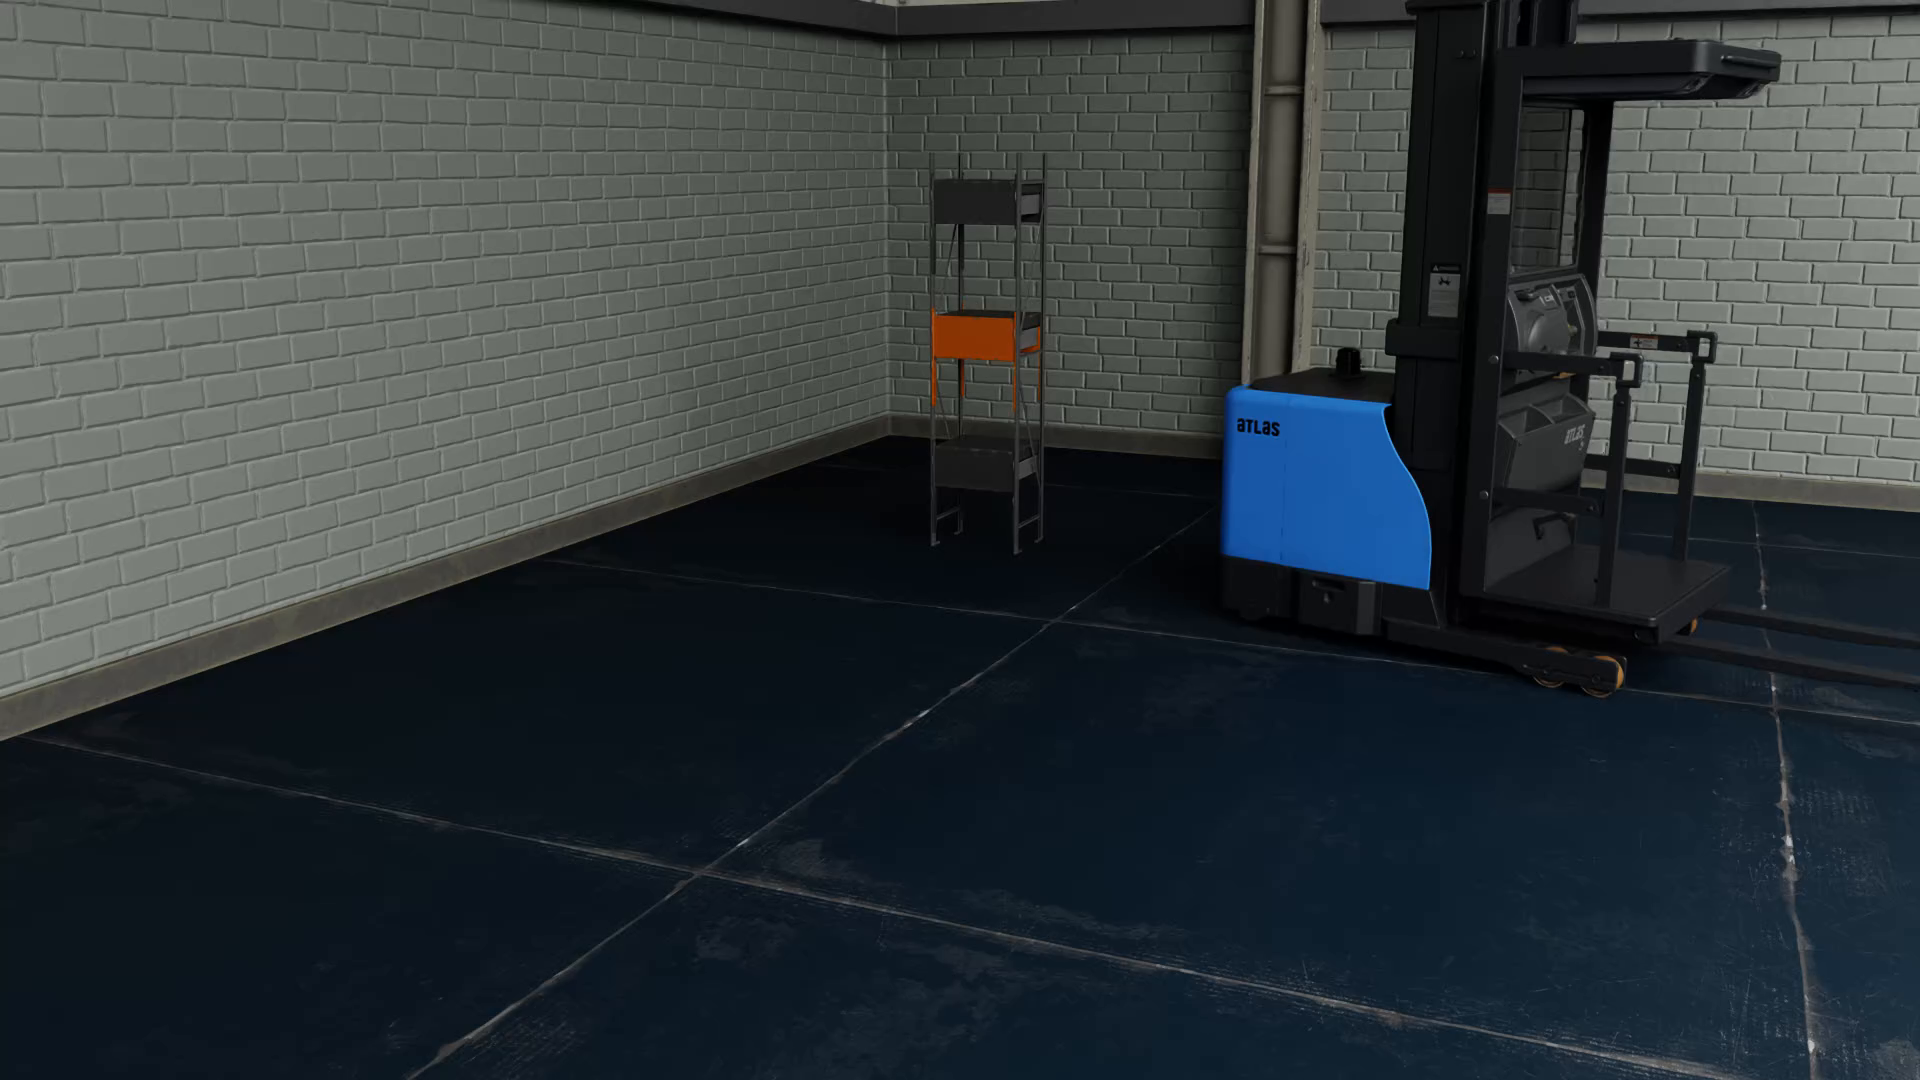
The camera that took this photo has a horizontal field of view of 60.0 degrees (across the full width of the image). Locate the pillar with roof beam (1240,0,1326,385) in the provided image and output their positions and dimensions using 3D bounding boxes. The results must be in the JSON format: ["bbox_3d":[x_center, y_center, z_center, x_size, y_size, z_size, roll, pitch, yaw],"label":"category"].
[{"bbox_3d":[0.386,-3.982,6.525,0.400,9.000,9.100,6,14,23],"label":"pillar with roof beam"}]

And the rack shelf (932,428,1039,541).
[{"bbox_3d":[0.151,-0.312,9.113,0.480,0.518,0.431,6,14,23],"label":"rack shelf"}]

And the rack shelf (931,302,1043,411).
[{"bbox_3d":[0.151,-0.994,8.953,0.480,0.518,0.431,6,14,23],"label":"rack shelf"}]

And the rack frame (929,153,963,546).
[{"bbox_3d":[-0.072,-1.029,9.046,0.015,2.100,0.400,6,14,23],"label":"rack frame"}]

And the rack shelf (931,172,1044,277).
[{"bbox_3d":[0.151,-1.675,8.793,0.480,0.518,0.431,6,14,23],"label":"rack shelf"}]

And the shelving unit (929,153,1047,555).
[{"bbox_3d":[0.151,-1.007,8.950,0.503,2.100,0.431,6,14,23],"label":"shelving unit"}]

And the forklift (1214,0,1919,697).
[{"bbox_3d":[2.642,-0.939,6.841,3.031,2.935,1.130,10,17,38],"label":"forklift"}]

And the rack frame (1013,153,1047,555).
[{"bbox_3d":[0.374,-0.984,8.853,0.015,2.100,0.400,6,14,23],"label":"rack frame"}]
